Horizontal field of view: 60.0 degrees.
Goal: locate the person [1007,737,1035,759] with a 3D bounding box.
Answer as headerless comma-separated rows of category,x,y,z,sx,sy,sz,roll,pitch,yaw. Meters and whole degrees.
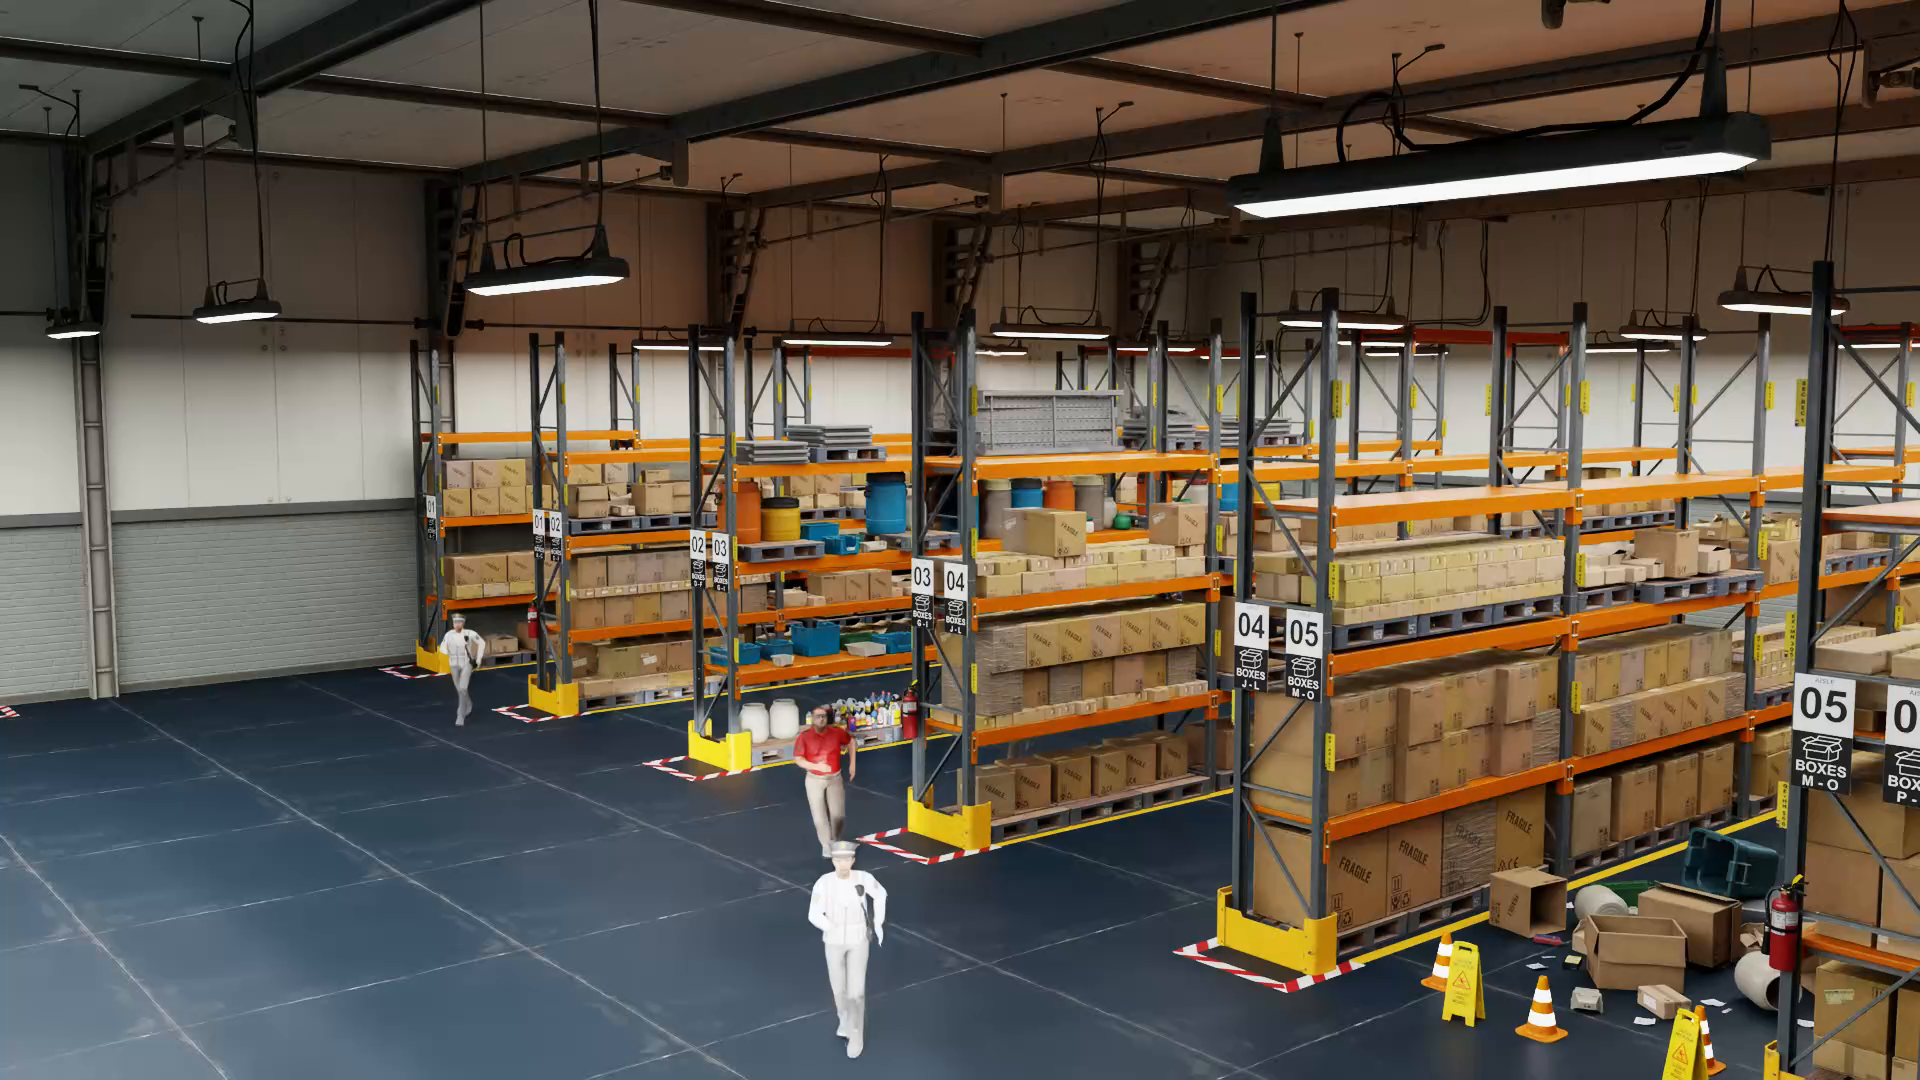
person,0.847,2.251,22.710,0.598,1.672,0.689,5,7,41

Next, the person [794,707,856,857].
person,-1.472,2.678,18.128,0.672,1.607,0.592,0,5,-4

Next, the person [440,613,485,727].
person,-7.685,1.959,25.650,0.639,1.716,0.878,0,5,4

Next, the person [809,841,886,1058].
person,-0.874,3.140,12.866,0.574,1.708,0.778,0,5,2
